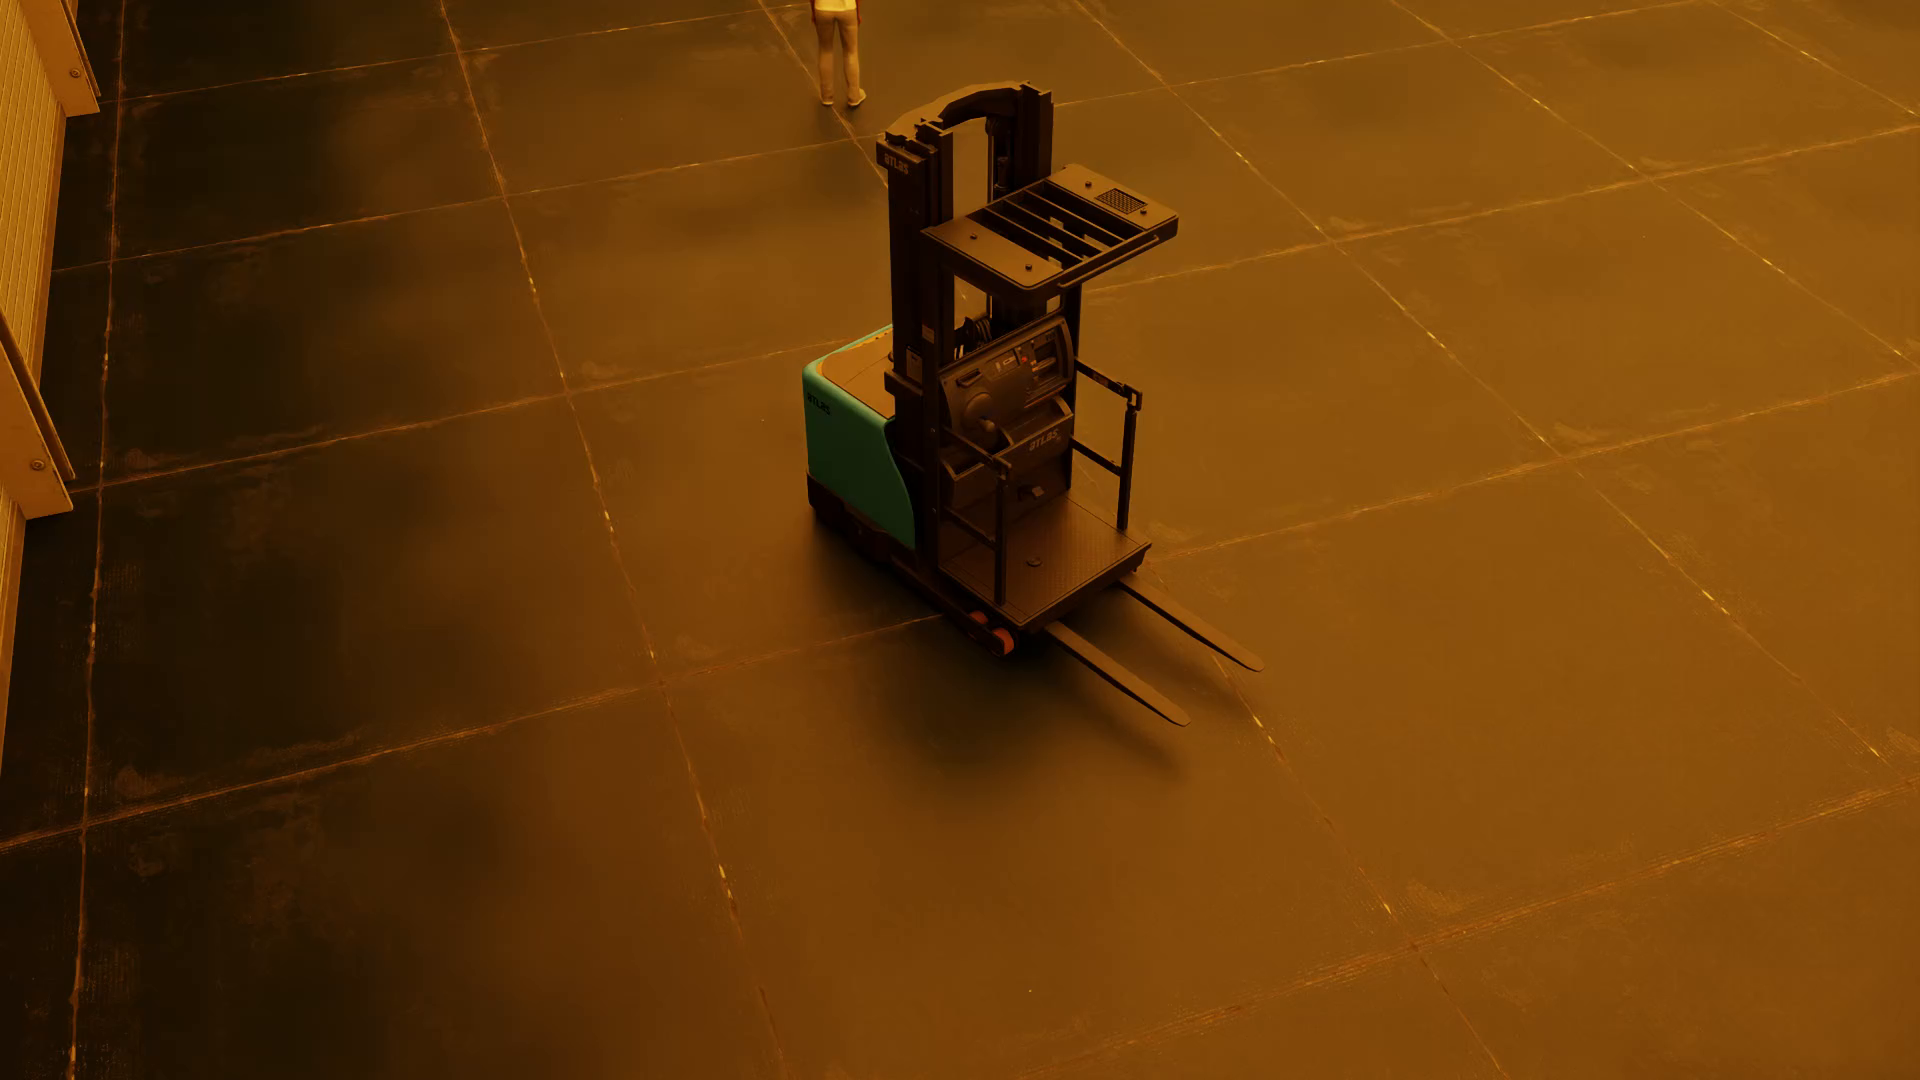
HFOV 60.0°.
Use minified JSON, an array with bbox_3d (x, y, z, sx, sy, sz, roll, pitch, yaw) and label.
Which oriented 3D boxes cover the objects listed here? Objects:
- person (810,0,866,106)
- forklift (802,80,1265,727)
[{"bbox_3d":[-1.076,-4.604,14.449,0.443,1.691,0.335,1,40,2],"label":"person"},{"bbox_3d":[0.409,-0.833,8.988,1.130,2.935,3.031,-30,49,-31],"label":"forklift"}]
